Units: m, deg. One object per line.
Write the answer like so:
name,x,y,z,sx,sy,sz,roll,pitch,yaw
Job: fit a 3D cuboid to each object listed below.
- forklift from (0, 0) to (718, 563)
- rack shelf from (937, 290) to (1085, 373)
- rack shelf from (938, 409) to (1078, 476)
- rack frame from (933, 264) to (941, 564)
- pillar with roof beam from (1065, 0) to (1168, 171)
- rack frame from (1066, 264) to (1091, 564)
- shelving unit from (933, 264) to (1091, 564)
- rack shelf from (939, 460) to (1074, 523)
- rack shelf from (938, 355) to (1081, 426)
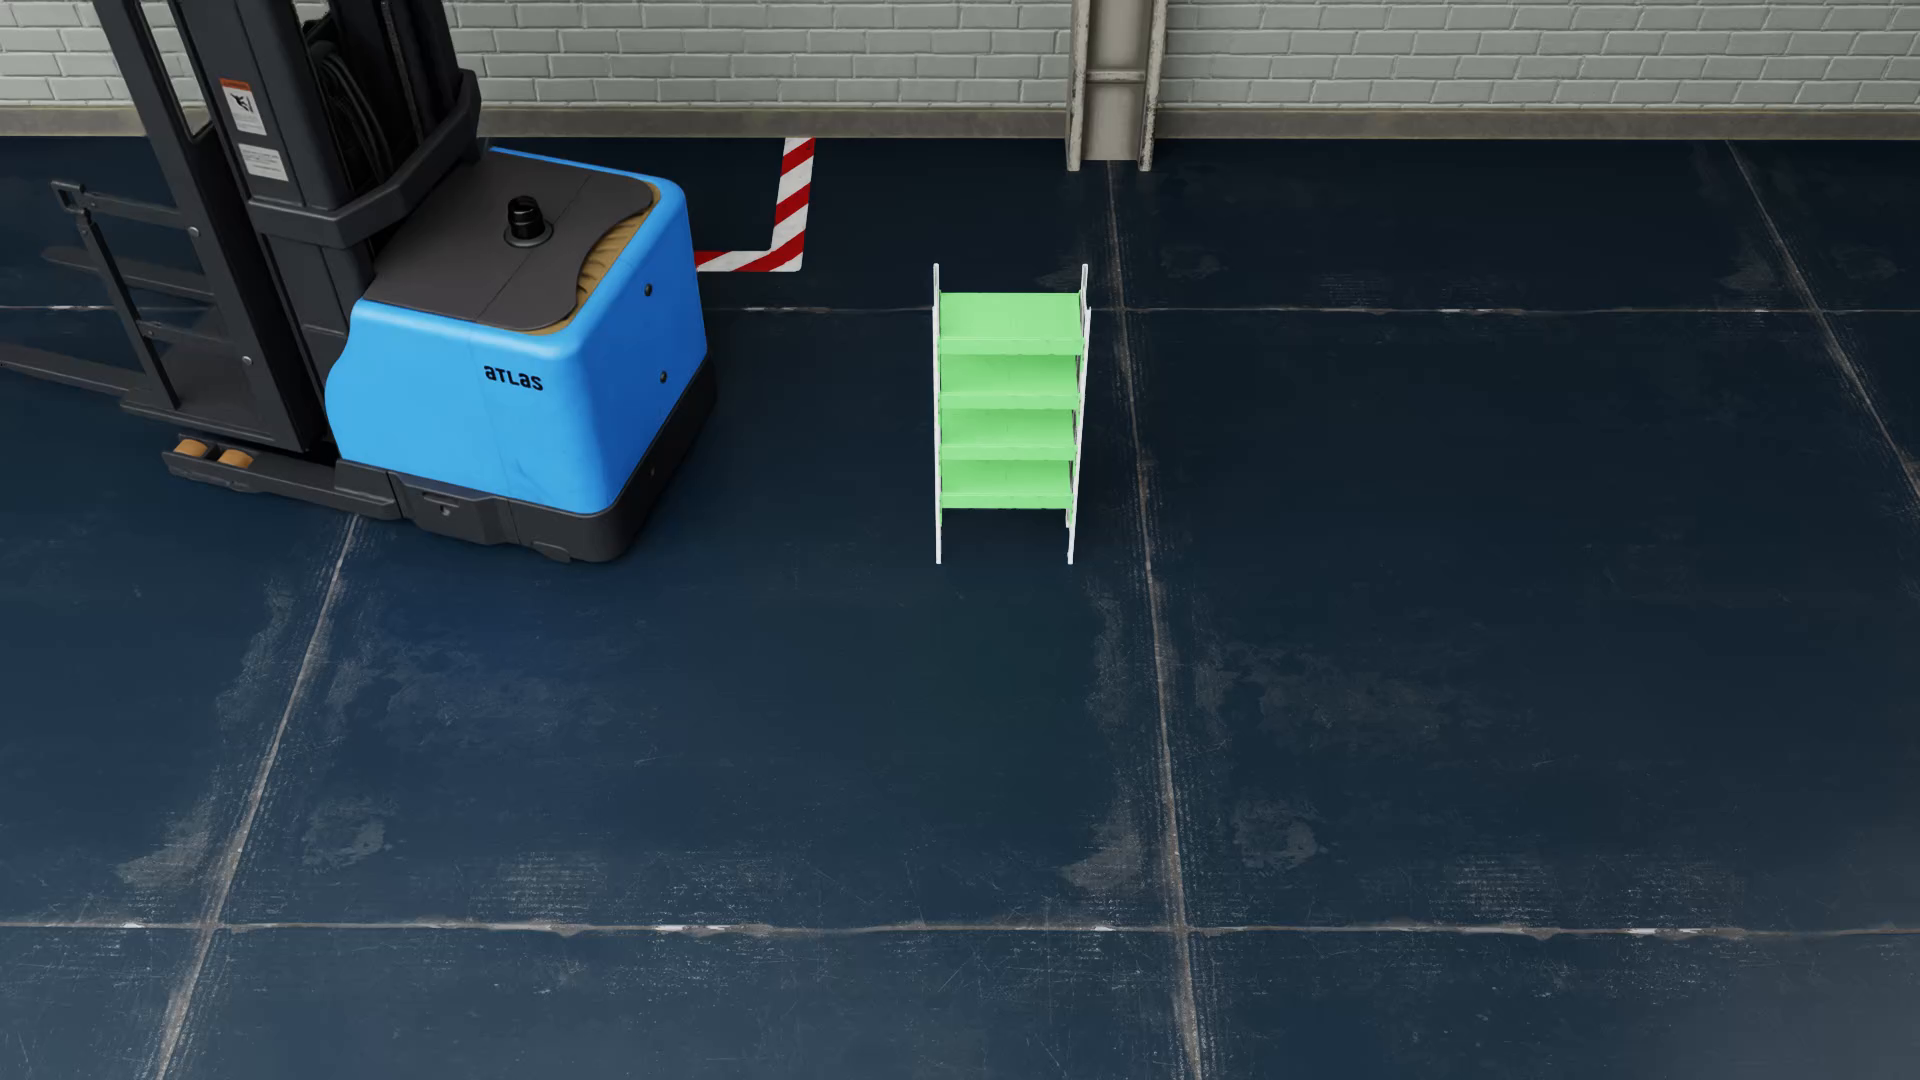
forklift,-2.550,-1.541,5.682,3.031,2.935,1.130,13,48,12
rack shelf,0.166,-0.692,5.506,0.480,0.148,0.258,0,47,0
rack shelf,0.166,-0.365,5.857,0.480,0.148,0.258,0,47,0
rack frame,-0.078,-0.409,5.811,0.015,1.200,0.240,0,47,0
pillar with roof beam,0.692,-1.777,1.756,0.400,9.000,9.100,0,47,0
rack frame,0.410,-0.408,5.810,0.015,1.200,0.240,0,47,0
shelving unit,0.166,-0.408,5.810,0.503,1.200,0.258,0,47,0
rack shelf,0.166,-0.201,6.033,0.480,0.148,0.258,0,47,0
rack shelf,0.166,-0.528,5.681,0.480,0.148,0.258,0,47,0
